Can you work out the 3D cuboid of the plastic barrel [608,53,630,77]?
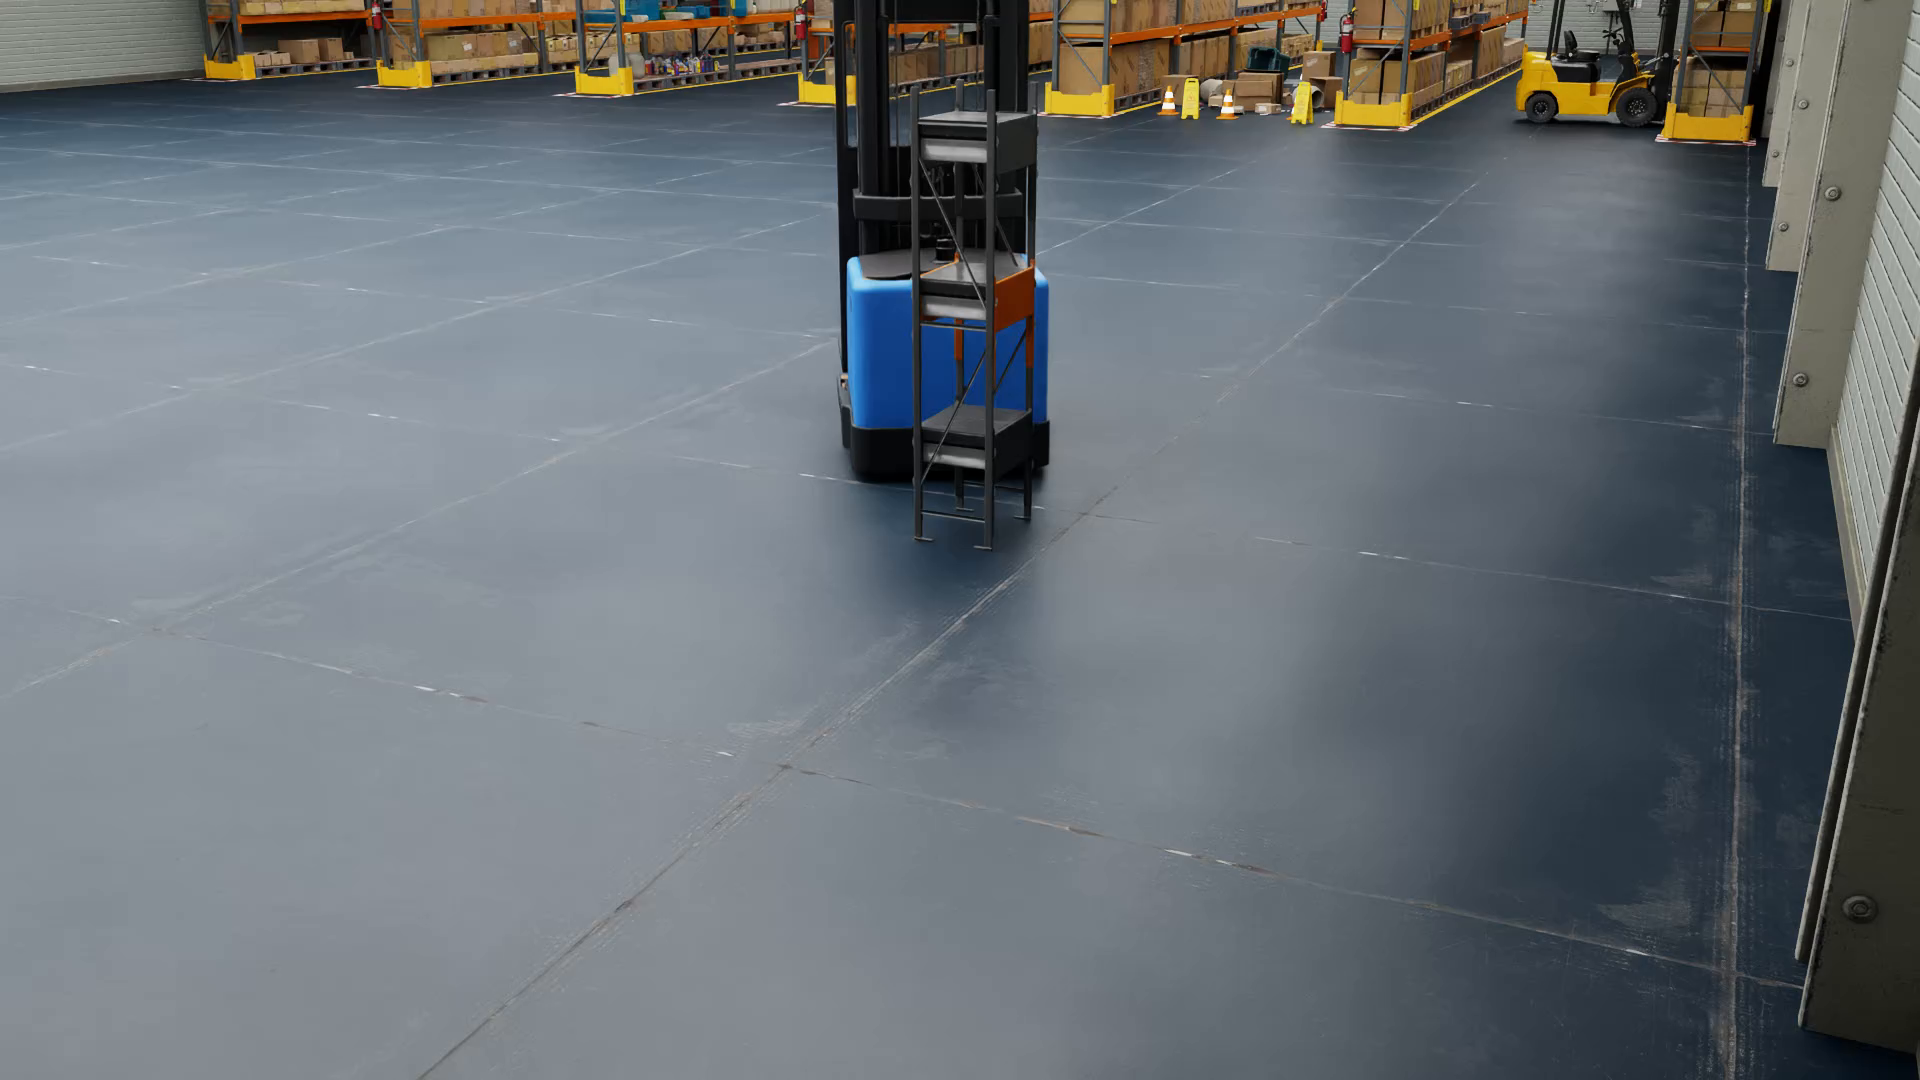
[{"bbox_3d":[-6.744,-9.376,32.944,0.421,0.512,0.421,0,20,0],"label":"plastic barrel"}]

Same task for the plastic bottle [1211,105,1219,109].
[{"bbox_3d":[4.508,-7.669,29.441,0.133,0.061,0.283,1,20,4],"label":"plastic bottle"}]

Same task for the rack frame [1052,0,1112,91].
[{"bbox_3d":[2.059,-8.748,28.090,1.000,3.000,0.127,9,21,23],"label":"rack frame"}]

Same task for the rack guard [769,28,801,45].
[{"bbox_3d":[-4.940,-14.510,48.023,1.175,0.500,0.348,9,21,23],"label":"rack guard"}]

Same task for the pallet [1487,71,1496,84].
[{"bbox_3d":[10.785,-9.834,35.305,1.003,0.211,1.213,9,21,23],"label":"pallet"}]

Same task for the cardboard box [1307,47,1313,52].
[{"bbox_3d":[8.572,-12.212,41.458,0.380,0.149,0.250,9,22,24],"label":"cardboard box"}]

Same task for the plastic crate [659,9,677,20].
[{"bbox_3d":[-6.119,-10.886,34.418,0.450,0.188,0.662,9,21,23],"label":"plastic crate"}]

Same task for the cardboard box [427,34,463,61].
[{"bbox_3d":[-10.836,-10.362,34.987,0.500,0.500,0.500,9,21,23],"label":"cardboard box"}]

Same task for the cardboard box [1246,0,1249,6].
[{"bbox_3d":[6.031,-11.629,35.941,0.380,0.149,0.250,10,22,25],"label":"cardboard box"}]

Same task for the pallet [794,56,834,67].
[{"bbox_3d":[-3.383,-11.517,40.039,1.003,0.211,1.213,9,21,23],"label":"pallet"}]

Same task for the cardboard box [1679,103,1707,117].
[{"bbox_3d":[11.050,-6.509,25.272,0.500,0.250,0.500,9,21,23],"label":"cardboard box"}]

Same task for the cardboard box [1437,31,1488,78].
[{"bbox_3d":[10.251,-9.942,33.991,0.875,0.875,0.875,8,21,22],"label":"cardboard box"}]

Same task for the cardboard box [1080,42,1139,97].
[{"bbox_3d":[2.635,-8.430,29.741,0.875,0.875,0.875,8,21,22],"label":"cardboard box"}]

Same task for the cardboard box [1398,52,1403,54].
[{"bbox_3d":[7.558,-8.270,29.103,0.500,0.500,0.500,9,22,25],"label":"cardboard box"}]

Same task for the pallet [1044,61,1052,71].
[{"bbox_3d":[1.744,-11.193,39.128,1.003,0.211,1.213,9,21,23],"label":"pallet"}]

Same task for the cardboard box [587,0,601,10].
[{"bbox_3d":[-8.857,-12.797,39.327,0.500,0.500,0.500,7,21,20],"label":"cardboard box"}]

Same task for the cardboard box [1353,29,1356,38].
[{"bbox_3d":[6.577,-8.218,26.974,0.380,0.149,0.250,8,21,22],"label":"cardboard box"}]

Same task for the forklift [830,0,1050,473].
[{"bbox_3d":[-0.183,-2.185,9.738,1.130,2.935,3.031,-2,20,-5],"label":"forklift"}]

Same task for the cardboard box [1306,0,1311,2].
[{"bbox_3d":[8.247,-13.341,40.411,0.500,0.500,0.500,9,21,23],"label":"cardboard box"}]

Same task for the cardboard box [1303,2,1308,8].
[{"bbox_3d":[8.292,-13.075,40.632,0.380,0.149,0.250,8,21,20],"label":"cardboard box"}]

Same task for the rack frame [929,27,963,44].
[{"bbox_3d":[-0.392,-15.030,45.755,1.000,3.000,0.127,9,21,23],"label":"rack frame"}]

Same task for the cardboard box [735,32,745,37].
[{"bbox_3d":[-6.265,-13.871,45.852,0.500,0.311,0.500,9,21,23],"label":"cardboard box"}]

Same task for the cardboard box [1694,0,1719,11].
[{"bbox_3d":[11.032,-7.917,24.636,0.380,0.149,0.250,9,21,23],"label":"cardboard box"}]

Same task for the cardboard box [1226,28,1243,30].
[{"bbox_3d":[6.213,-11.437,37.636,0.500,0.250,0.500,9,22,24],"label":"cardboard box"}]

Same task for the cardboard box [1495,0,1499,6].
[{"bbox_3d":[10.973,-11.293,34.724,0.500,0.250,0.500,9,21,24],"label":"cardboard box"}]

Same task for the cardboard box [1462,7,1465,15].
[{"bbox_3d":[9.172,-9.848,30.932,0.380,0.149,0.250,9,21,23],"label":"cardboard box"}]

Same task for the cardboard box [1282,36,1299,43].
[{"bbox_3d":[8.047,-12.186,40.499,0.380,0.149,0.250,8,21,21],"label":"cardboard box"}]

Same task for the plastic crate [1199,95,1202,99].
[{"bbox_3d":[4.821,-8.440,31.335,0.662,0.188,0.450,-14,14,-33],"label":"plastic crate"}]

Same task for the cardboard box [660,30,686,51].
[{"bbox_3d":[-7.319,-12.708,42.300,0.500,0.500,0.500,8,21,22],"label":"cardboard box"}]

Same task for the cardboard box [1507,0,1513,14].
[{"bbox_3d":[11.961,-11.923,36.868,0.500,0.500,0.500,9,22,24],"label":"cardboard box"}]

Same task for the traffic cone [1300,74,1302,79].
[{"bbox_3d":[6.691,-8.924,32.372,0.336,0.463,0.334,9,21,23],"label":"traffic cone"}]

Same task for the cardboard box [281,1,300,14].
[{"bbox_3d":[-15.079,-11.858,37.030,0.500,0.250,0.500,8,21,22],"label":"cardboard box"}]

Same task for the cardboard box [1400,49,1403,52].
[{"bbox_3d":[7.660,-8.710,29.374,0.380,0.149,0.250,9,21,23],"label":"cardboard box"}]

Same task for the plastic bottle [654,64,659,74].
[{"bbox_3d":[-6.285,-9.754,34.438,0.097,0.201,0.097,0,20,0],"label":"plastic bottle"}]

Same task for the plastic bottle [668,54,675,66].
[{"bbox_3d":[-6.092,-10.073,35.114,0.144,0.351,0.185,8,21,20],"label":"plastic bottle"}]

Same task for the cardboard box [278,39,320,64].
[{"bbox_3d":[-15.037,-11.119,37.831,0.700,0.500,0.500,7,21,19],"label":"cardboard box"}]

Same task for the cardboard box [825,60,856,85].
[{"bbox_3d":[-2.154,-8.668,30.970,0.500,0.500,0.500,13,23,33],"label":"cardboard box"}]

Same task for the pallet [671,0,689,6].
[{"bbox_3d":[-7.393,-13.770,42.498,1.003,0.211,1.213,9,21,23],"label":"pallet"}]

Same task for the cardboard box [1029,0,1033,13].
[{"bbox_3d":[1.298,-12.063,37.263,0.500,0.500,0.500,9,22,24],"label":"cardboard box"}]

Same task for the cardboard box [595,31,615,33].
[{"bbox_3d":[-8.667,-12.312,40.752,0.500,0.311,0.500,9,22,25],"label":"cardboard box"}]

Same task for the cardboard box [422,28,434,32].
[{"bbox_3d":[-13.450,-12.776,41.371,0.500,0.250,0.500,8,21,22],"label":"cardboard box"}]

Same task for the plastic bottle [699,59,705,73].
[{"bbox_3d":[-5.414,-9.939,34.836,0.061,0.283,0.133,10,22,26],"label":"plastic bottle"}]

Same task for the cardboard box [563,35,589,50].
[{"bbox_3d":[-9.006,-11.612,38.784,0.500,0.311,0.500,8,21,21],"label":"cardboard box"}]

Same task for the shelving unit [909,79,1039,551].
[{"bbox_3d":[0.068,-1.040,7.759,0.431,2.100,0.503,9,21,23],"label":"shelving unit"}]

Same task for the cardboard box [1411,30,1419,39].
[{"bbox_3d":[7.217,-8.206,26.941,0.380,0.149,0.250,8,21,21],"label":"cardboard box"}]

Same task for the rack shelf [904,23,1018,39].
[{"bbox_3d":[0.032,-10.955,35.369,1.077,0.370,4.000,9,21,23],"label":"rack shelf"}]

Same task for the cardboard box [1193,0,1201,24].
[{"bbox_3d":[4.364,-10.296,32.294,0.500,0.500,0.500,9,21,23],"label":"cardboard box"}]

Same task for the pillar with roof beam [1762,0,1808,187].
[{"bbox_3d":[5.869,-9.092,20.105,9.100,9.000,0.400,9,21,23],"label":"pillar with roof beam"}]

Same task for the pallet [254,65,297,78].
[{"bbox_3d":[-15.586,-10.451,37.041,1.003,0.211,1.213,9,21,23],"label":"pallet"}]

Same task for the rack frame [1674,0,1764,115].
[{"bbox_3d":[11.146,-7.420,24.355,1.000,3.000,0.127,9,21,23],"label":"rack frame"}]

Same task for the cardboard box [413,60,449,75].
[{"bbox_3d":[-11.039,-9.856,34.682,0.500,0.250,0.500,9,21,23],"label":"cardboard box"}]

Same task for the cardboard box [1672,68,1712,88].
[{"bbox_3d":[11.050,-6.977,25.094,0.500,0.250,0.500,9,22,25],"label":"cardboard box"}]

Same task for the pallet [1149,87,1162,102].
[{"bbox_3d":[3.314,-8.435,31.372,1.003,0.211,1.213,9,21,23],"label":"pallet"}]

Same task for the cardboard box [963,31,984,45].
[{"bbox_3d":[0.396,-10.915,36.140,0.500,0.250,0.500,11,22,29],"label":"cardboard box"}]

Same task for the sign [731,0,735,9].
[{"bbox_3d":[-4.808,-11.413,35.172,0.100,0.325,0.005,9,21,23],"label":"sign"}]
